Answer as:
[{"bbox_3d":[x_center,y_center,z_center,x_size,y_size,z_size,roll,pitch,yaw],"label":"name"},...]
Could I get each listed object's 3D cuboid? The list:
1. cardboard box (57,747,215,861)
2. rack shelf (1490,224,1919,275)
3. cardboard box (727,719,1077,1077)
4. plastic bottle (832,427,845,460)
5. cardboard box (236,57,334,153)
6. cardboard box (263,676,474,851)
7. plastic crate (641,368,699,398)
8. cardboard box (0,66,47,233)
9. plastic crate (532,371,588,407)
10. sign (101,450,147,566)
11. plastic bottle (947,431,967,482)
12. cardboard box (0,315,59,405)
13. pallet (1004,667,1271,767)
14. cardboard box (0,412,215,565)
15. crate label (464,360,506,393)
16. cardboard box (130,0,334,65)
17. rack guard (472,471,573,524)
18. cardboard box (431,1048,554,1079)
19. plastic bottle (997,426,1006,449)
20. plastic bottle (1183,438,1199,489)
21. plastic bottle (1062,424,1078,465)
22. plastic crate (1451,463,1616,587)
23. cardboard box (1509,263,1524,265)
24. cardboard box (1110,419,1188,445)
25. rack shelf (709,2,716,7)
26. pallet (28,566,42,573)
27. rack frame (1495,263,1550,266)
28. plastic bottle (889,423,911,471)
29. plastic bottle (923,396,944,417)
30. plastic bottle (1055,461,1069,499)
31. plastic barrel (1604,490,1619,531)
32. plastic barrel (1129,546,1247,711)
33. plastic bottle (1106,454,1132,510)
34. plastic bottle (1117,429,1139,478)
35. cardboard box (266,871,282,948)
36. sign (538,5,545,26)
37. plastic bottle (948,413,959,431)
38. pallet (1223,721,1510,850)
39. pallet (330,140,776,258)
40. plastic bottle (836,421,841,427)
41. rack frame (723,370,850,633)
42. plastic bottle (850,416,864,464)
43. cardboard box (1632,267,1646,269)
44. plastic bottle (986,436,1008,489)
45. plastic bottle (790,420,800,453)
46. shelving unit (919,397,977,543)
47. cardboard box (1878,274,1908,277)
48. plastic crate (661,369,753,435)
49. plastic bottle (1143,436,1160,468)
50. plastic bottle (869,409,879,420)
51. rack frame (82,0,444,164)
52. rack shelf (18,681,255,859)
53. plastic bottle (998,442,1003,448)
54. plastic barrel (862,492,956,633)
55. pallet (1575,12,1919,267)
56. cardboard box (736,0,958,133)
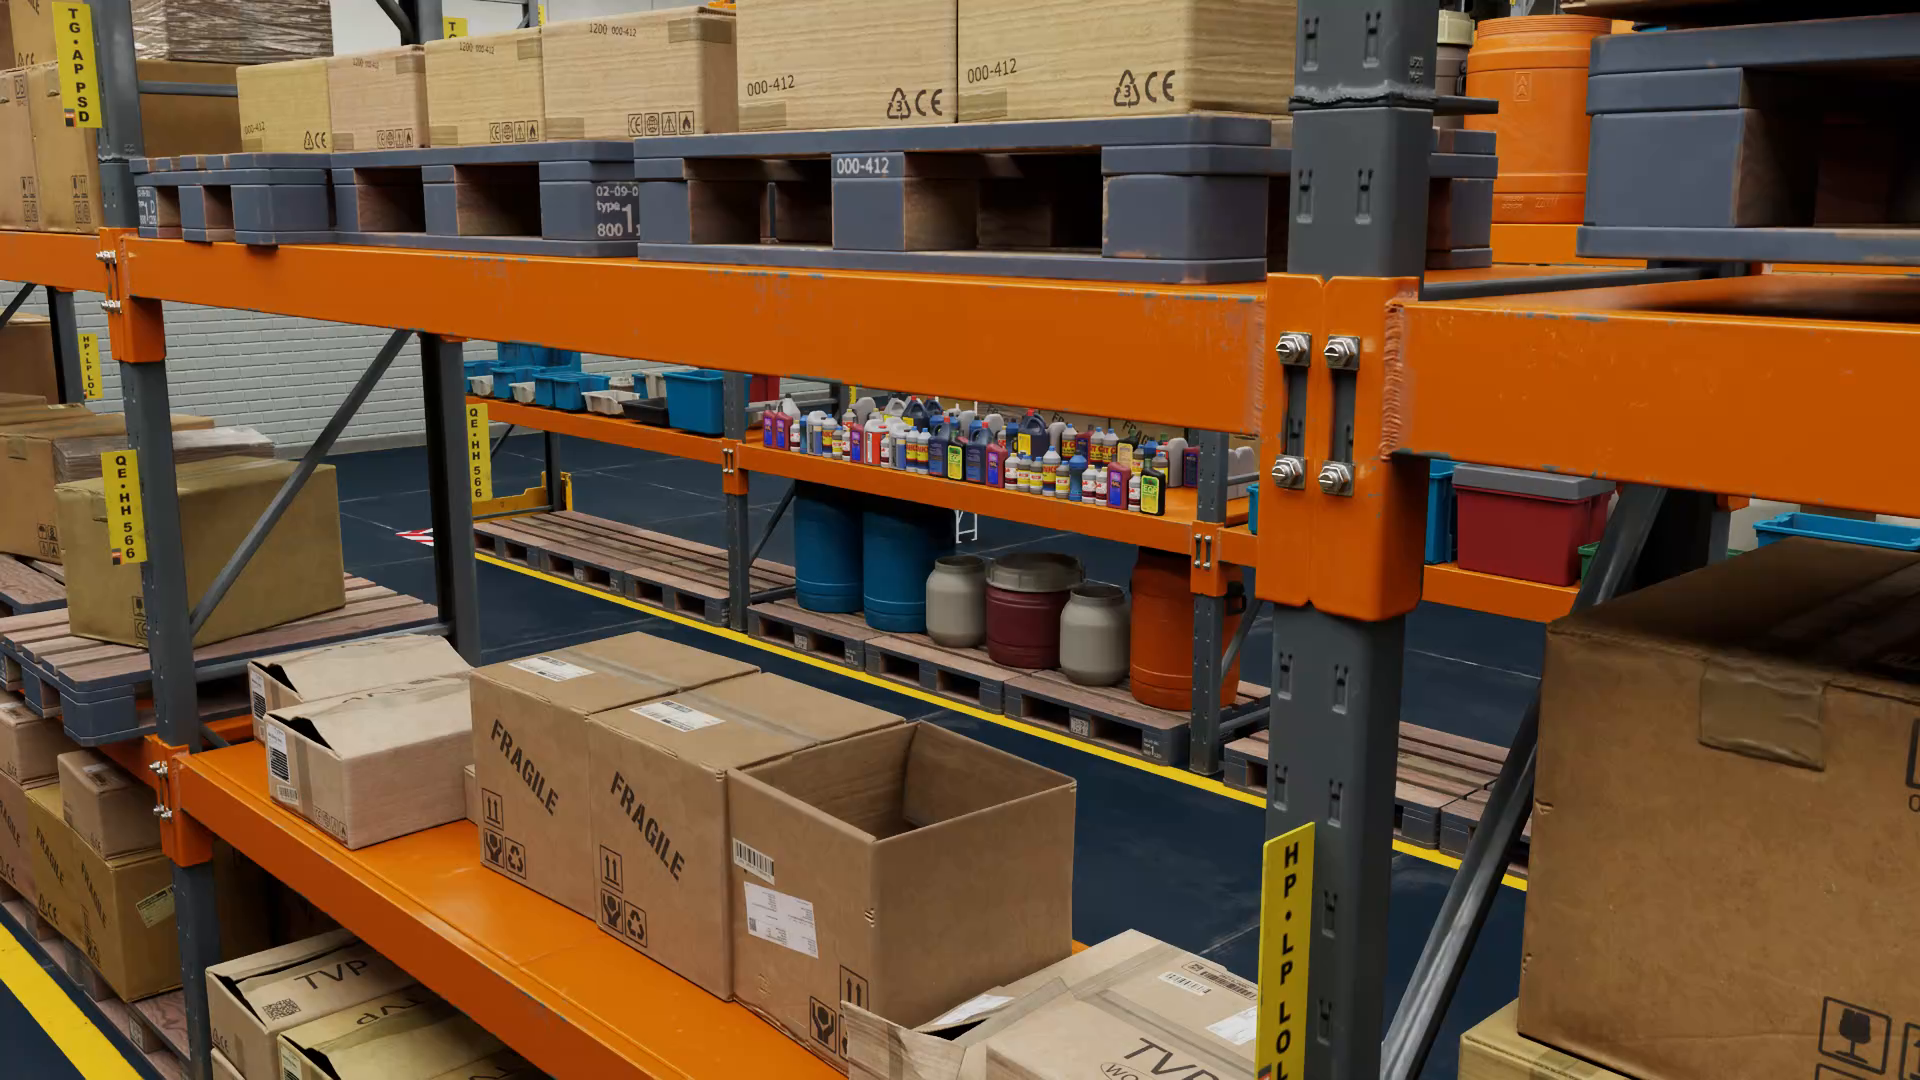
[{"bbox_3d":[-2.858,0.889,5.910,0.500,0.250,0.500,-10,15,-40],"label":"cardboard box"},{"bbox_3d":[2.966,-1.156,6.938,1.077,0.370,4.000,-11,16,-43],"label":"rack shelf"},{"bbox_3d":[-0.120,0.702,3.322,0.500,0.500,0.500,-9,15,-39],"label":"cardboard box"},{"bbox_3d":[-0.753,-0.609,10.424,0.097,0.201,0.097,0,12,0],"label":"plastic bottle"},{"bbox_3d":[-1.646,-1.184,4.624,0.500,0.250,0.500,10,15,41],"label":"cardboard box"},{"bbox_3d":[-1.522,0.560,4.482,0.500,0.311,0.500,-11,16,-43],"label":"cardboard box"},{"bbox_3d":[-2.099,-1.135,12.631,0.437,0.282,0.530,-11,16,-43],"label":"plastic crate"},{"bbox_3d":[-2.678,-1.293,5.572,0.910,0.500,0.500,-11,16,-43],"label":"cardboard box"},{"bbox_3d":[-3.098,-1.172,12.933,0.416,0.233,0.300,-11,16,-43],"label":"plastic crate"},{"bbox_3d":[-2.386,-0.093,4.755,0.100,0.325,0.005,-11,16,-43],"label":"sign"},{"bbox_3d":[-0.012,-0.487,9.630,0.061,0.283,0.133,-11,16,-43],"label":"plastic bottle"},{"bbox_3d":[-4.884,-0.872,8.484,0.500,0.500,0.500,-10,16,-41],"label":"cardboard box"},{"bbox_3d":[1.010,0.925,9.397,1.003,0.211,1.213,-11,16,-43],"label":"pallet"},{"bbox_3d":[-3.498,-0.231,6.809,0.500,0.500,0.700,7,14,31],"label":"cardboard box"},{"bbox_3d":[-4.007,-1.364,13.865,0.416,0.233,0.303,-11,16,-43],"label":"crate label"},{"bbox_3d":[-2.297,-1.714,5.137,0.500,0.500,0.500,-11,16,-43],"label":"cardboard box"},{"bbox_3d":[-3.966,-0.276,14.513,1.175,0.500,0.348,-11,16,-43],"label":"rack guard"},{"bbox_3d":[-1.131,1.493,4.117,0.500,0.311,0.500,11,16,44],"label":"cardboard box"},{"bbox_3d":[0.282,-0.612,10.439,0.097,0.201,0.097,0,12,0],"label":"plastic bottle"},{"bbox_3d":[1.326,-0.437,9.386,0.061,0.283,0.133,-11,16,-43],"label":"plastic bottle"},{"bbox_3d":[0.662,-0.566,10.042,0.097,0.271,0.097,0,12,0],"label":"plastic bottle"},{"bbox_3d":[2.480,-0.084,7.227,0.402,0.464,0.583,-11,16,-43],"label":"plastic crate"},{"bbox_3d":[5.927,-3.066,18.395,0.500,0.500,0.500,-10,16,-41],"label":"cardboard box"},{"bbox_3d":[2.007,-0.878,15.462,0.875,0.875,0.875,-11,16,-43],"label":"cardboard box"},{"bbox_3d":[-2.558,-3.597,12.343,1.077,0.370,4.000,-11,16,-43],"label":"rack shelf"},{"bbox_3d":[-4.289,0.001,7.451,1.003,0.211,1.213,-11,16,-43],"label":"pallet"},{"bbox_3d":[6.062,-2.282,18.052,1.000,3.000,0.127,-11,16,-43],"label":"rack frame"},{"bbox_3d":[-0.334,-0.565,10.025,0.152,0.276,0.135,-11,16,-43],"label":"plastic bottle"},{"bbox_3d":[-0.178,-0.775,10.863,0.144,0.351,0.185,-11,16,-43],"label":"plastic bottle"},{"bbox_3d":[0.570,-0.329,9.068,0.097,0.201,0.097,0,12,0],"label":"plastic bottle"},{"bbox_3d":[3.040,-0.154,7.390,0.433,0.535,0.433,0,12,0],"label":"plastic barrel"},{"bbox_3d":[1.235,0.457,9.097,0.600,0.830,0.708,-11,16,-43],"label":"plastic barrel"},{"bbox_3d":[0.838,-0.307,8.758,0.061,0.283,0.133,-11,16,-43],"label":"plastic bottle"},{"bbox_3d":[0.982,-0.509,9.739,0.061,0.283,0.133,-11,16,-43],"label":"plastic bottle"},{"bbox_3d":[-2.473,1.185,6.328,0.500,0.500,0.500,11,16,43],"label":"cardboard box"},{"bbox_3d":[-3.553,-4.358,14.063,0.100,0.325,0.005,-11,16,-43],"label":"sign"},{"bbox_3d":[-0.055,-0.673,10.562,0.097,0.271,0.097,0,12,0],"label":"plastic bottle"},{"bbox_3d":[2.092,1.153,8.292,1.003,0.211,1.213,-11,16,-43],"label":"pallet"},{"bbox_3d":[-0.692,-0.769,3.743,1.003,0.211,1.213,-10,15,-40],"label":"pallet"},{"bbox_3d":[-0.803,-0.664,10.692,0.097,0.201,0.097,0,12,0],"label":"plastic bottle"},{"bbox_3d":[-1.177,-0.915,11.419,1.000,3.000,0.127,-11,16,-43],"label":"rack frame"},{"bbox_3d":[-0.619,-0.615,10.253,0.061,0.283,0.133,-11,16,-43],"label":"plastic bottle"},{"bbox_3d":[9.047,-3.555,21.508,0.500,0.500,0.500,-11,16,-43],"label":"cardboard box"},{"bbox_3d":[0.208,-0.440,9.405,0.061,0.283,0.133,-11,16,-43],"label":"plastic bottle"},{"bbox_3d":[-1.048,-0.671,10.727,0.097,0.201,0.097,0,12,0],"label":"plastic bottle"},{"bbox_3d":[-0.114,-0.612,14.408,0.258,1.200,0.503,-11,16,-43],"label":"shelving unit"},{"bbox_3d":[11.090,-3.127,19.431,0.500,0.500,0.500,-11,16,-43],"label":"cardboard box"},{"bbox_3d":[-1.746,-0.957,11.514,0.392,0.384,0.575,-11,16,-43],"label":"plastic crate"},{"bbox_3d":[1.096,-0.456,9.511,0.097,0.271,0.097,0,12,0],"label":"plastic bottle"},{"bbox_3d":[-0.571,-0.792,11.315,0.097,0.201,0.097,0,12,0],"label":"plastic bottle"},{"bbox_3d":[-2.000,-2.580,4.632,1.000,3.000,0.127,-11,16,-43],"label":"rack frame"},{"bbox_3d":[-3.381,0.419,6.727,1.077,0.370,4.000,-11,16,-43],"label":"rack shelf"},{"bbox_3d":[0.184,-0.487,9.633,0.061,0.283,0.133,-11,16,-43],"label":"plastic bottle"},{"bbox_3d":[-0.325,0.092,10.690,0.600,0.901,0.708,-11,16,-43],"label":"plastic barrel"},{"bbox_3d":[1.370,-0.363,1.524,1.003,0.211,1.213,-11,16,-43],"label":"pallet"},{"bbox_3d":[-0.038,-0.830,2.904,0.500,0.250,0.500,10,15,40],"label":"cardboard box"}]
